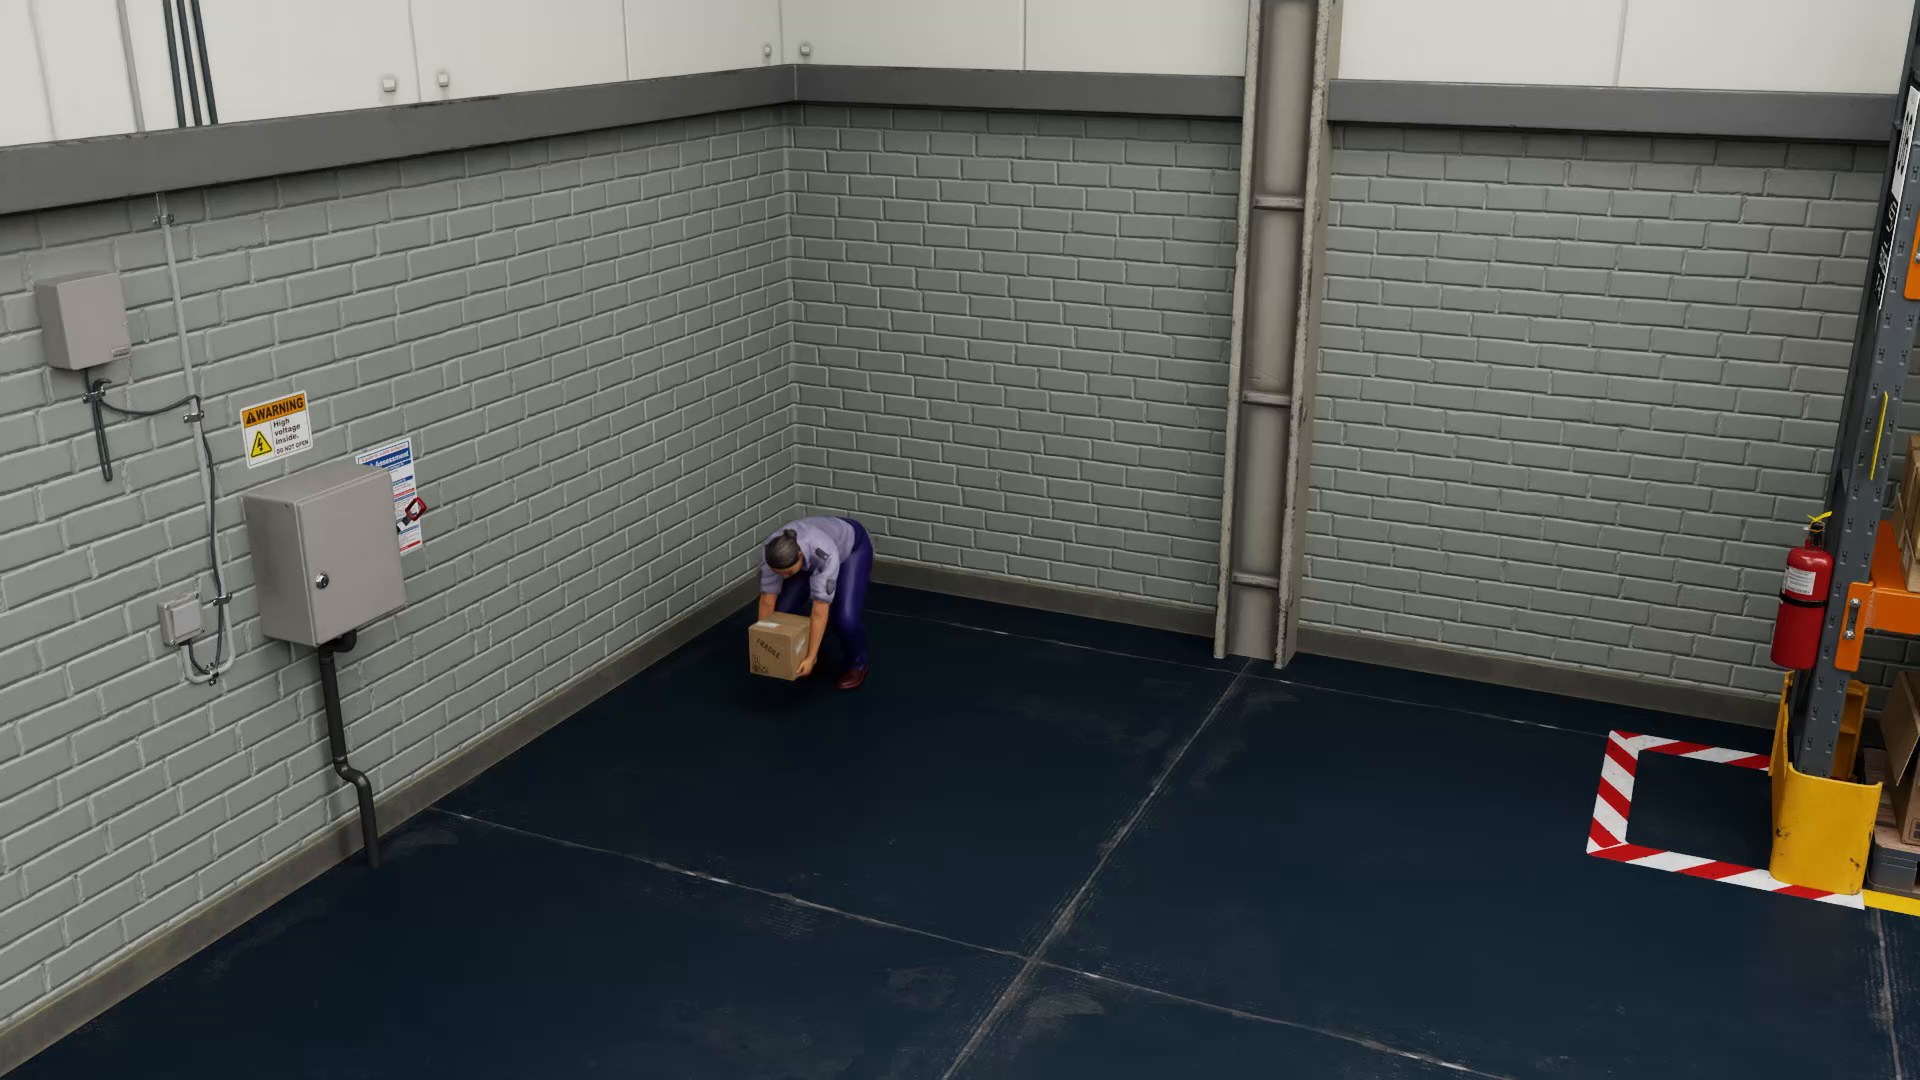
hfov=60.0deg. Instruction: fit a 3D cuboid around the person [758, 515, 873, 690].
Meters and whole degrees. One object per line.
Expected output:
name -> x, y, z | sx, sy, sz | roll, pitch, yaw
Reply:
person -> -0.766, 0.324, 8.675 | 0.518, 0.983, 0.893 | 7, 20, 20
